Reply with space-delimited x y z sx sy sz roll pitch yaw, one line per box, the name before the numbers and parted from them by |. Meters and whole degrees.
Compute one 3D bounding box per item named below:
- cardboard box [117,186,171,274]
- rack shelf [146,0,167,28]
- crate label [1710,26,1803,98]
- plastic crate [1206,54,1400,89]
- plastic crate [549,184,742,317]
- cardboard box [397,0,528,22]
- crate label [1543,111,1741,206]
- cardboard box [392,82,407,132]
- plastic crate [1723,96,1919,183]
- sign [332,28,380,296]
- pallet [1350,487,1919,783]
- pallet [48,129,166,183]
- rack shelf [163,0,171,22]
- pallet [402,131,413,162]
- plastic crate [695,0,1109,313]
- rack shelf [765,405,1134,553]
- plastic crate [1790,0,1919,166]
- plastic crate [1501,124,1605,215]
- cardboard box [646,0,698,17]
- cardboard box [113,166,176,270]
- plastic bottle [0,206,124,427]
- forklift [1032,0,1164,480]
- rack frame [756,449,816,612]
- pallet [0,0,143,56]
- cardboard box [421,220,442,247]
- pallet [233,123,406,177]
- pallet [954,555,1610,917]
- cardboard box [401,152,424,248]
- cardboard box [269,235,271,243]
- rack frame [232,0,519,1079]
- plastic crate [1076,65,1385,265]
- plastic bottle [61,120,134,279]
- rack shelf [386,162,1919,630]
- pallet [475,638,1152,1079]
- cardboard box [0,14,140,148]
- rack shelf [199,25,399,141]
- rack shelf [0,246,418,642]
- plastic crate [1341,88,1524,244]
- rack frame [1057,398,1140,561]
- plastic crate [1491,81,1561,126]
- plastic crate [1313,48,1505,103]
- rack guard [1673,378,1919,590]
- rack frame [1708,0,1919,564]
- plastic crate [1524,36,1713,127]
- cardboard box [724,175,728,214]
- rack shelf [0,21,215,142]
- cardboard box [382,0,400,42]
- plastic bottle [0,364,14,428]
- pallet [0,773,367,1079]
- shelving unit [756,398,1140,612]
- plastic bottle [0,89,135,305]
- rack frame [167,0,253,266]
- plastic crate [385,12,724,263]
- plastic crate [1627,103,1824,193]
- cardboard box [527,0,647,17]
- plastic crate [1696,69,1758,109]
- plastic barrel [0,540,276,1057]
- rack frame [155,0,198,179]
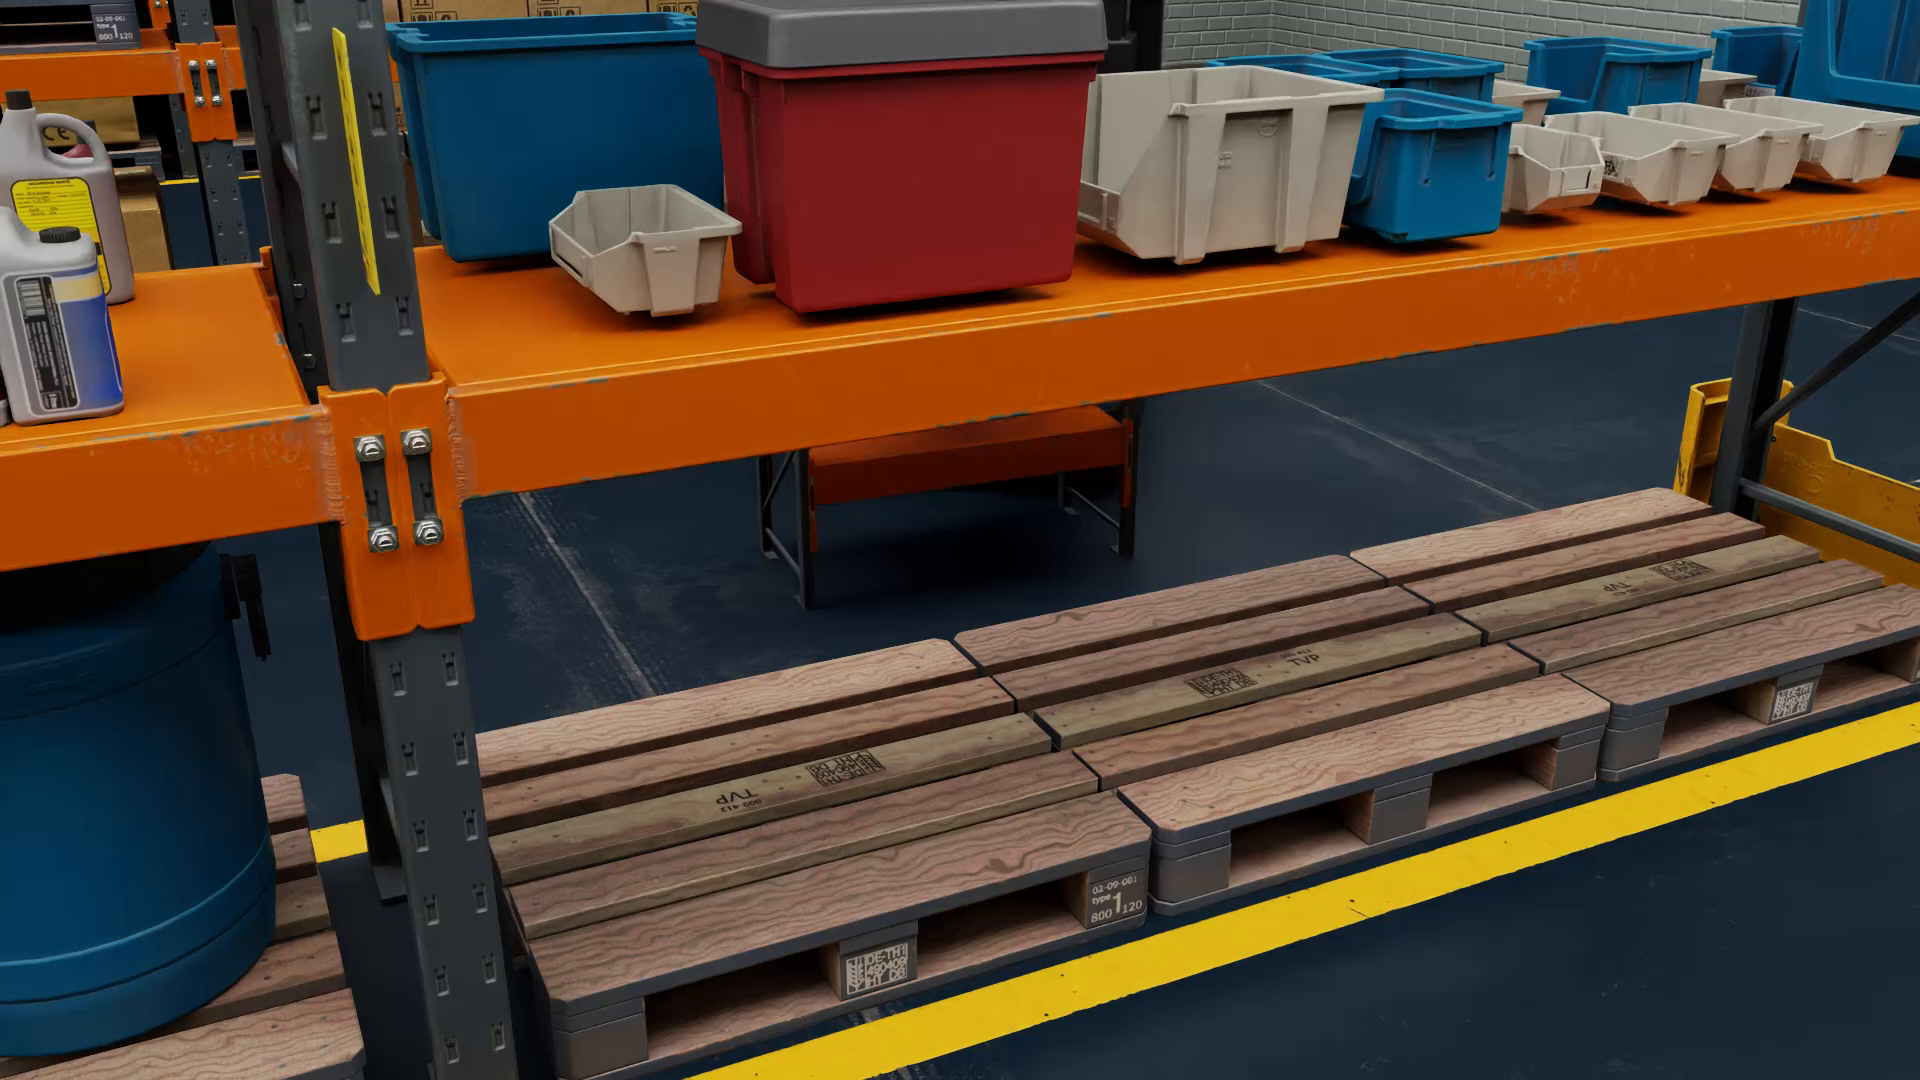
cardboard box | -3.478 -1.121 6.730 0.500 0.500 0.500 -11 25 -24
rack shelf | -7.111 -3.296 10.231 4.000 0.370 1.077 -10 25 -24
crate label | 2.227 -1.232 4.445 0.303 0.233 0.416 -10 25 -24
plastic crate | 0.770 -0.964 3.797 0.300 0.233 0.416 -10 25 -24
plastic crate | -0.531 -0.480 2.753 0.243 0.136 0.396 -10 25 -24
cardboard box | -2.120 -2.376 6.938 0.500 0.500 0.500 -10 24 -23
crate label | 1.428 -0.820 3.575 0.243 0.136 0.396 -10 25 -24
cardboard box | -4.137 -3.170 11.705 0.500 0.500 0.700 -11 25 -24
plastic crate | 1.936 -0.918 3.811 0.243 0.136 0.396 -10 25 -24
sign | -0.775 -0.484 2.135 0.005 0.325 0.100 -10 25 -24
pallet | 1.832 0.203 4.485 1.213 0.211 1.003 -10 25 -24
pallet | -5.972 -2.518 11.056 1.213 0.211 1.003 -10 25 -24
rack shelf | -3.507 -3.959 11.834 4.000 0.370 1.077 -10 25 -24
pallet | -3.489 -2.975 12.160 1.213 0.211 1.003 -10 25 -24
plastic crate | -0.099 -0.665 2.772 0.583 0.464 0.402 -10 25 -24
rack shelf | -0.045 -0.250 5.024 1.000 0.278 0.538 -8 24 -20
plastic crate | 2.371 -1.133 3.942 0.499 0.435 0.616 -10 25 -24
plastic crate | 1.169 -0.764 3.441 0.250 0.136 0.298 -10 25 -24
cardboard box | -1.210 -2.543 7.342 0.500 0.500 0.500 -11 25 -24
cardboard box | -3.699 -1.306 7.175 0.500 0.500 0.500 -12 25 -26
plastic bottle | -1.227 -0.312 2.243 0.135 0.276 0.152 -10 25 -24
forklift | 0.260 -2.085 6.455 1.130 2.935 3.031 4 23 9
rack frame | -0.519 -0.406 4.760 0.032 1.125 0.500 -8 24 -20
pallet | -3.925 -2.070 6.579 1.213 0.211 1.003 -10 25 -24
cardboard box | -2.455 -1.415 7.898 0.250 0.149 0.380 -10 25 -24
pallet | -4.590 -2.771 11.668 1.213 0.211 1.003 -10 25 -24
pallet | 0.734 0.403 4.000 1.213 0.211 1.003 -10 25 -24
cardboard box | -2.767 -1.494 7.631 0.500 0.500 0.500 -10 25 -24
cardboard box | -2.685 -1.210 7.190 0.500 0.311 0.500 -10 25 -24
rack frame | -1.012 -0.546 2.647 0.127 3.000 1.000 -10 25 -24
plastic crate | 0.444 -0.709 3.116 0.530 0.282 0.437 -10 25 -24
plastic bottle | -1.528 -0.578 2.877 0.133 0.283 0.061 -10 25 -24
rack shelf | 0.790 -0.545 3.586 4.000 0.370 1.077 -10 25 -24
pallet | -0.367 0.607 3.507 1.213 0.211 1.003 -10 25 -24
cardboard box | -5.838 -3.008 10.857 0.750 0.750 0.750 -10 25 -23
rack shelf | -1.355 -2.253 7.711 4.000 0.370 1.077 -10 25 -24
rack shelf | -2.814 0.118 1.983 4.000 0.370 1.077 -10 25 -24
plastic crate | 0.853 -0.731 3.234 0.300 0.233 0.416 -10 25 -24
rack frame | 0.428 -0.547 5.100 0.032 1.125 0.500 -8 24 -20
plastic crate | 1.291 -1.051 4.132 0.298 0.136 0.250 -10 25 -24
plastic crate | 1.040 -1.014 3.918 0.300 0.233 0.416 -10 25 -24
rack guard | 2.608 -0.063 4.748 0.348 0.500 1.175 -10 25 -24
rack frame | 2.592 -1.209 4.250 0.127 3.000 1.000 -10 25 -24
plastic crate | 1.634 -1.123 4.182 0.300 0.233 0.416 -10 25 -24
cardboard box | -1.467 -1.617 7.923 0.637 0.503 0.797 -10 25 -24
rack shelf | -4.959 -1.589 6.108 4.000 0.370 1.077 -10 25 -24
cardboard box | -2.580 -2.290 6.730 0.500 0.500 0.500 -10 24 -22
plastic bottle | -1.320 -0.249 2.188 0.097 0.201 0.097 0 22 0
pallet | -1.726 0.856 2.906 1.213 0.211 1.003 -10 25 -24
shelving unit | -0.045 -0.476 4.930 1.048 1.125 0.538 -8 24 -20
plastic bottle | -1.506 -0.570 2.769 0.185 0.351 0.144 -10 25 -24
rack frame | -3.157 -2.254 6.772 0.127 3.000 1.000 -10 25 -24
plastic crate | -0.740 -0.761 3.109 0.575 0.384 0.392 -10 25 -24
plastic crate | 1.668 -0.874 3.707 0.243 0.136 0.396 -10 25 -24
cardboard box | -1.668 -2.459 7.137 0.500 0.500 0.500 -11 25 -24
plastic crate | 1.902 -1.163 4.404 0.298 0.136 0.250 -10 25 -24
plastic barrel | -1.510 0.314 2.764 0.708 0.901 0.600 -10 25 -24
rack frame | -5.309 -3.960 10.895 0.127 3.000 1.000 -10 25 -24
